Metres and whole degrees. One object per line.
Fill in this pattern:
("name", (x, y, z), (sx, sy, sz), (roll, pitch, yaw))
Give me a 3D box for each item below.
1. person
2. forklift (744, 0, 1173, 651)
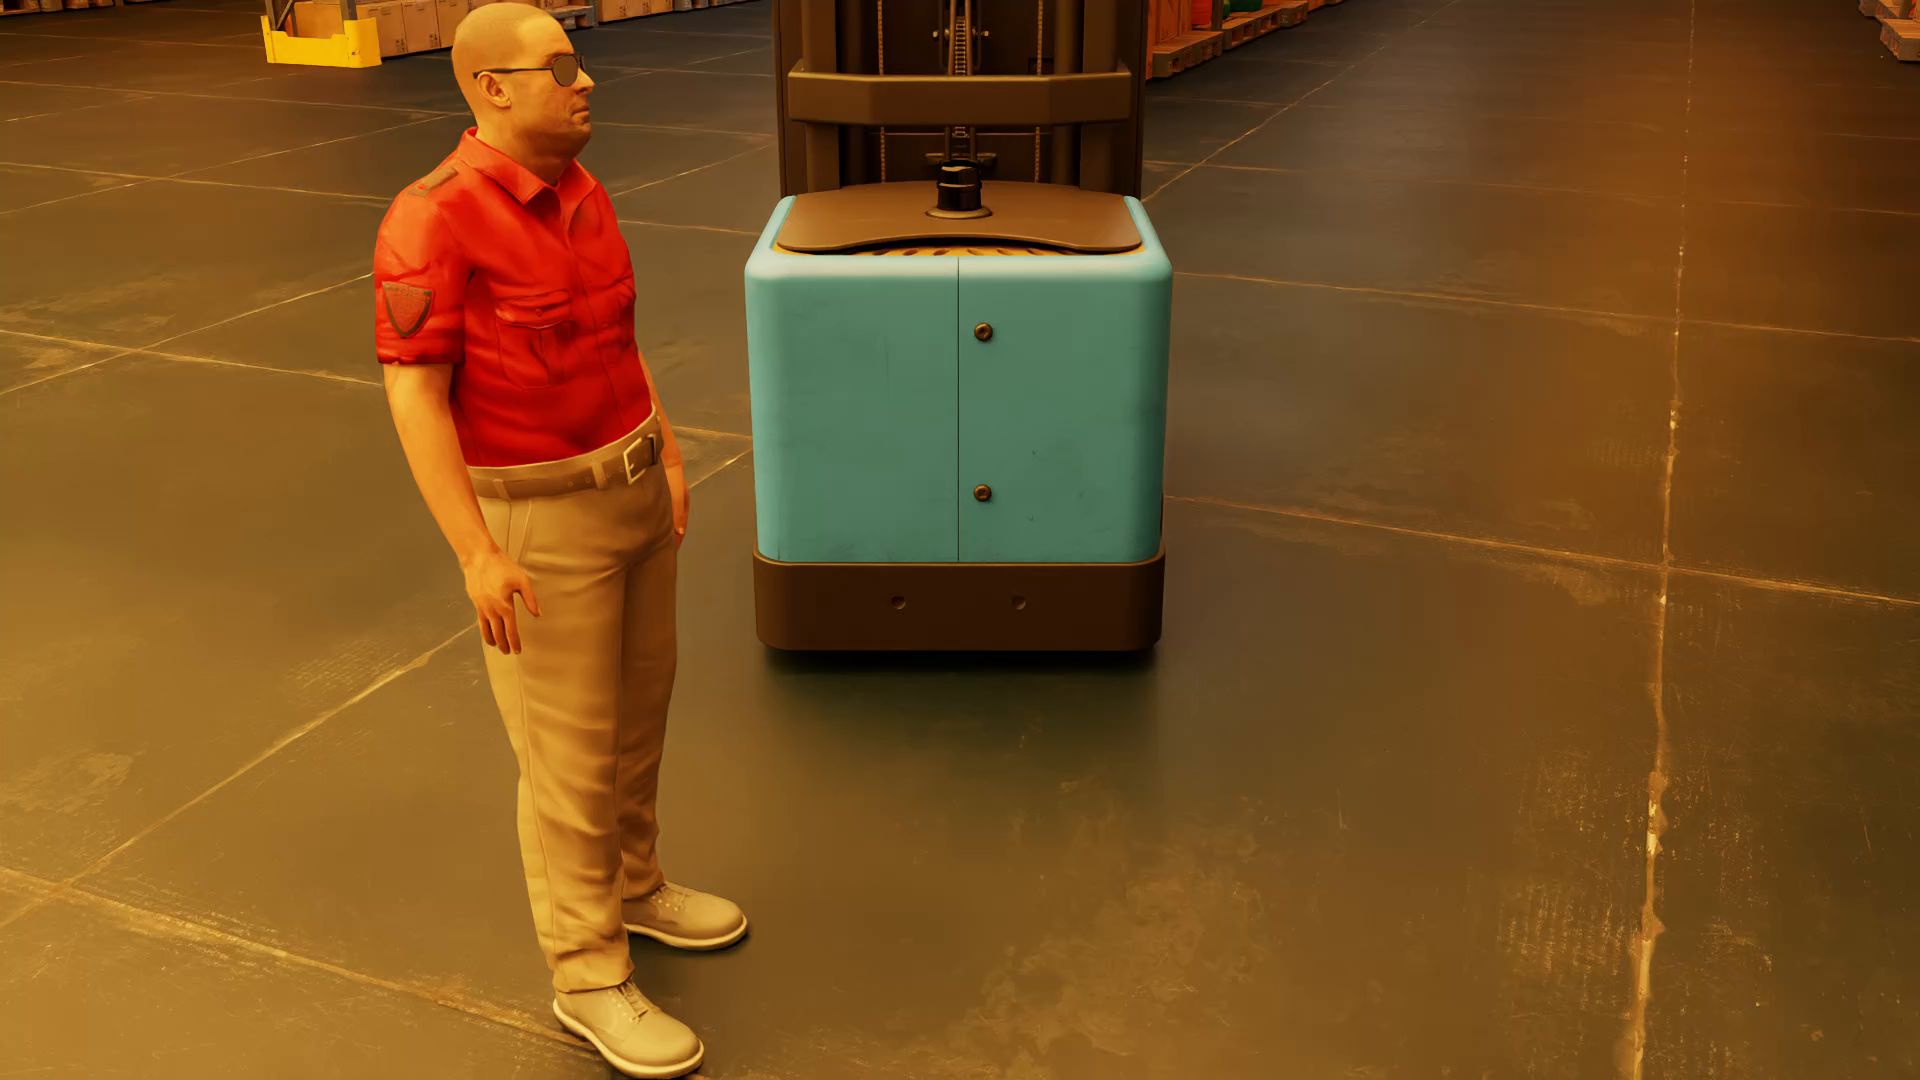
("person", (-0.602, -0.008, 2.861), (0.538, 1.734, 0.651), (9, 24, 20))
("forklift", (0.002, -1.587, 5.089), (1.130, 2.935, 3.031), (0, 23, 0))
